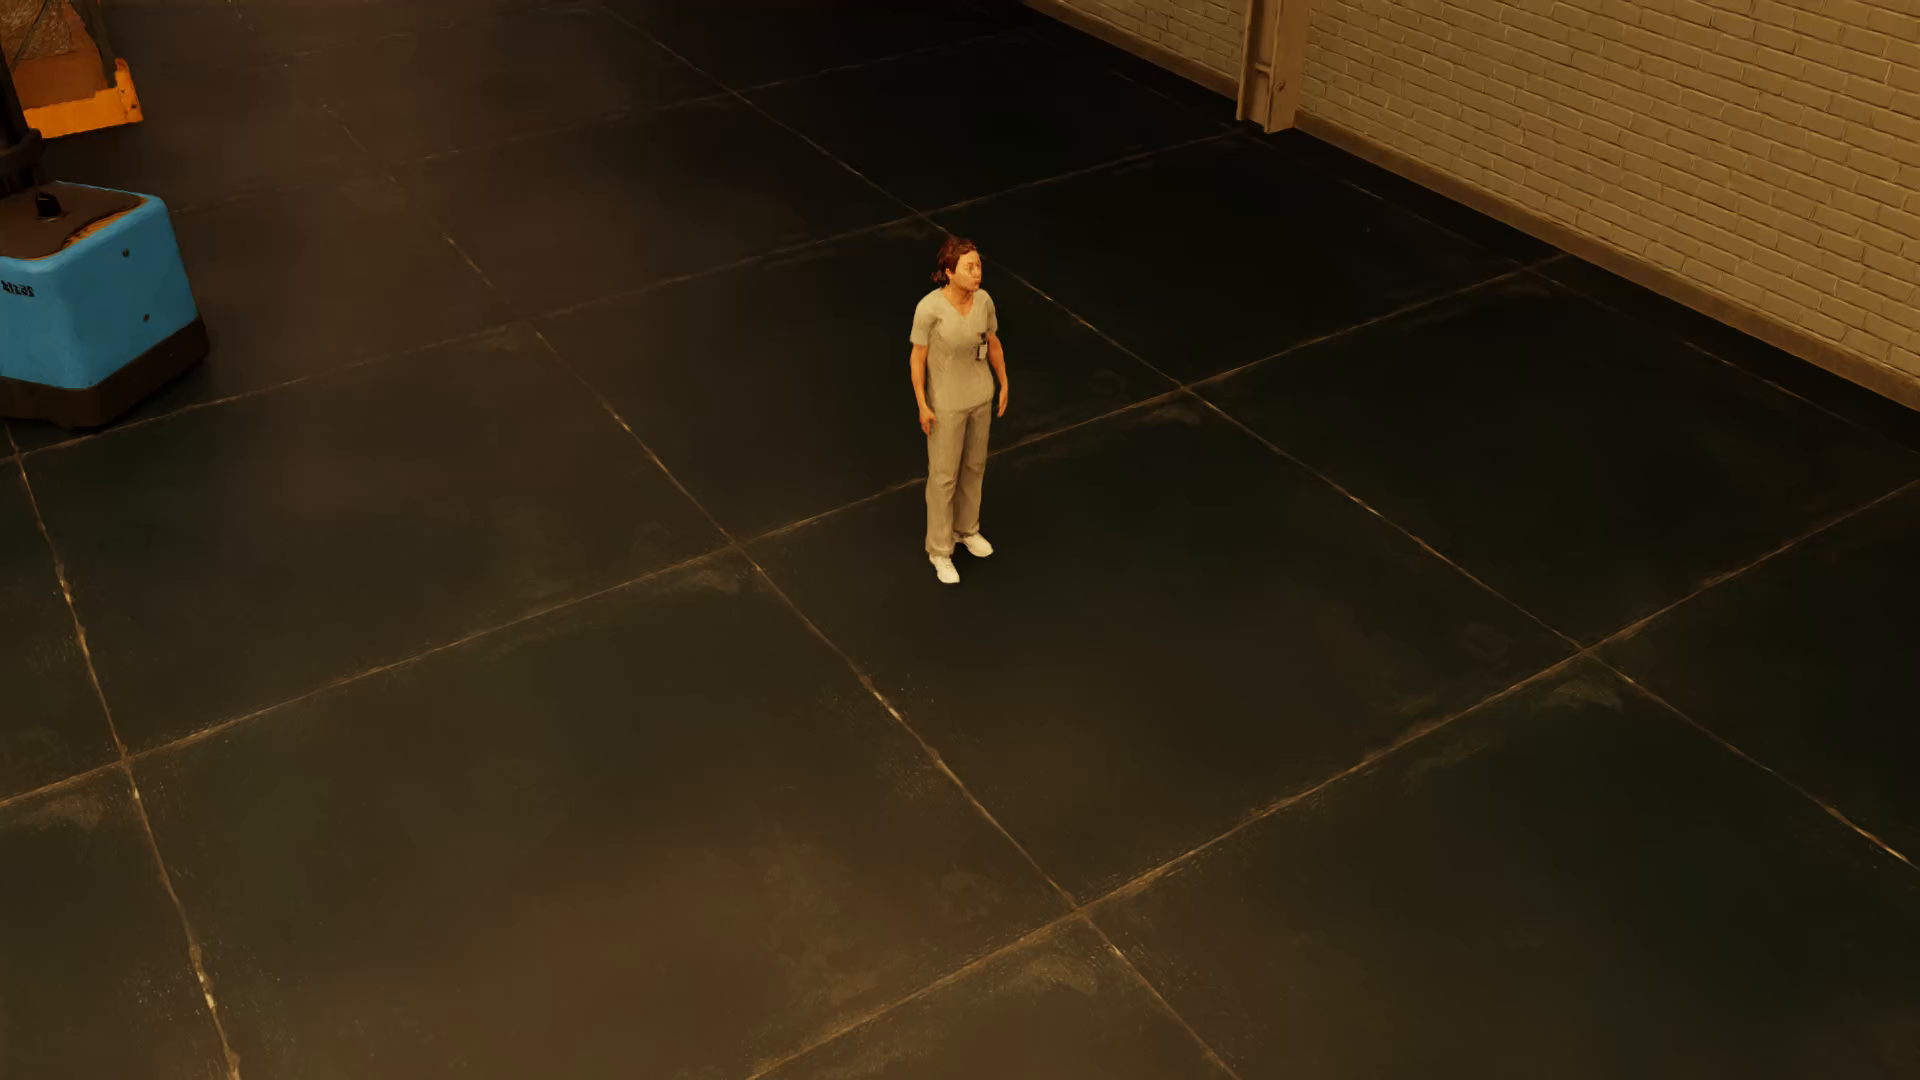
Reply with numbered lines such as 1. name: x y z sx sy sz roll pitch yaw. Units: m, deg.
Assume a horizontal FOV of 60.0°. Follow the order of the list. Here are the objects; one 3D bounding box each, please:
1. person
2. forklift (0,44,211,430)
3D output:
1. person: 0.029 -0.652 8.155 0.550 1.674 0.548 -21 40 -27
2. forklift: -6.186 -2.324 9.455 3.031 2.935 1.130 11 36 15
